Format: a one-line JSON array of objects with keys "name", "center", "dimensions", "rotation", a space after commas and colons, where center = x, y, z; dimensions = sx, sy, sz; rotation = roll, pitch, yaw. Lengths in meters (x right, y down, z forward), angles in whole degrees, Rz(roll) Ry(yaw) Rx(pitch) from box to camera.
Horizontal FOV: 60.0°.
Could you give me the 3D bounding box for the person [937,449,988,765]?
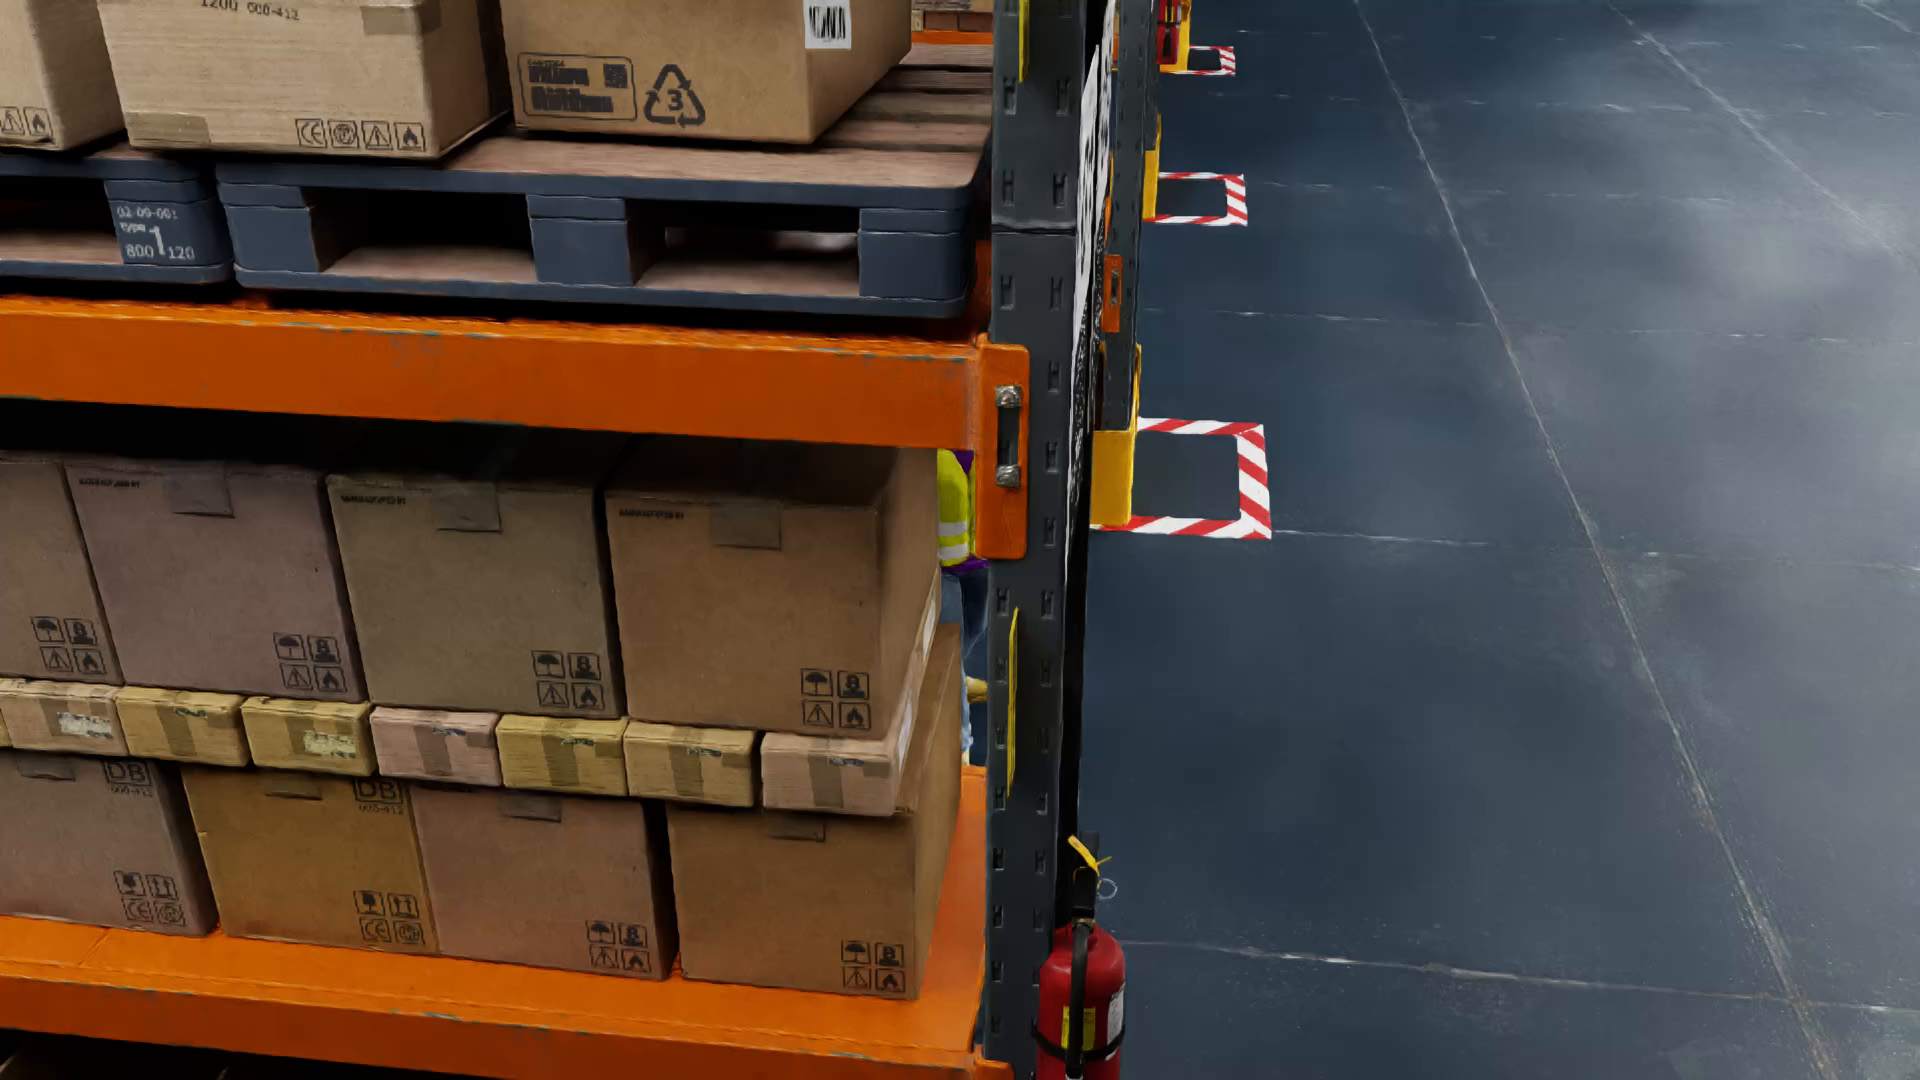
[{"name": "person", "center": [-0.062, 0.025, 6.057], "dimensions": [0.681, 1.758, 0.682], "rotation": [-13, 31, -23]}]
